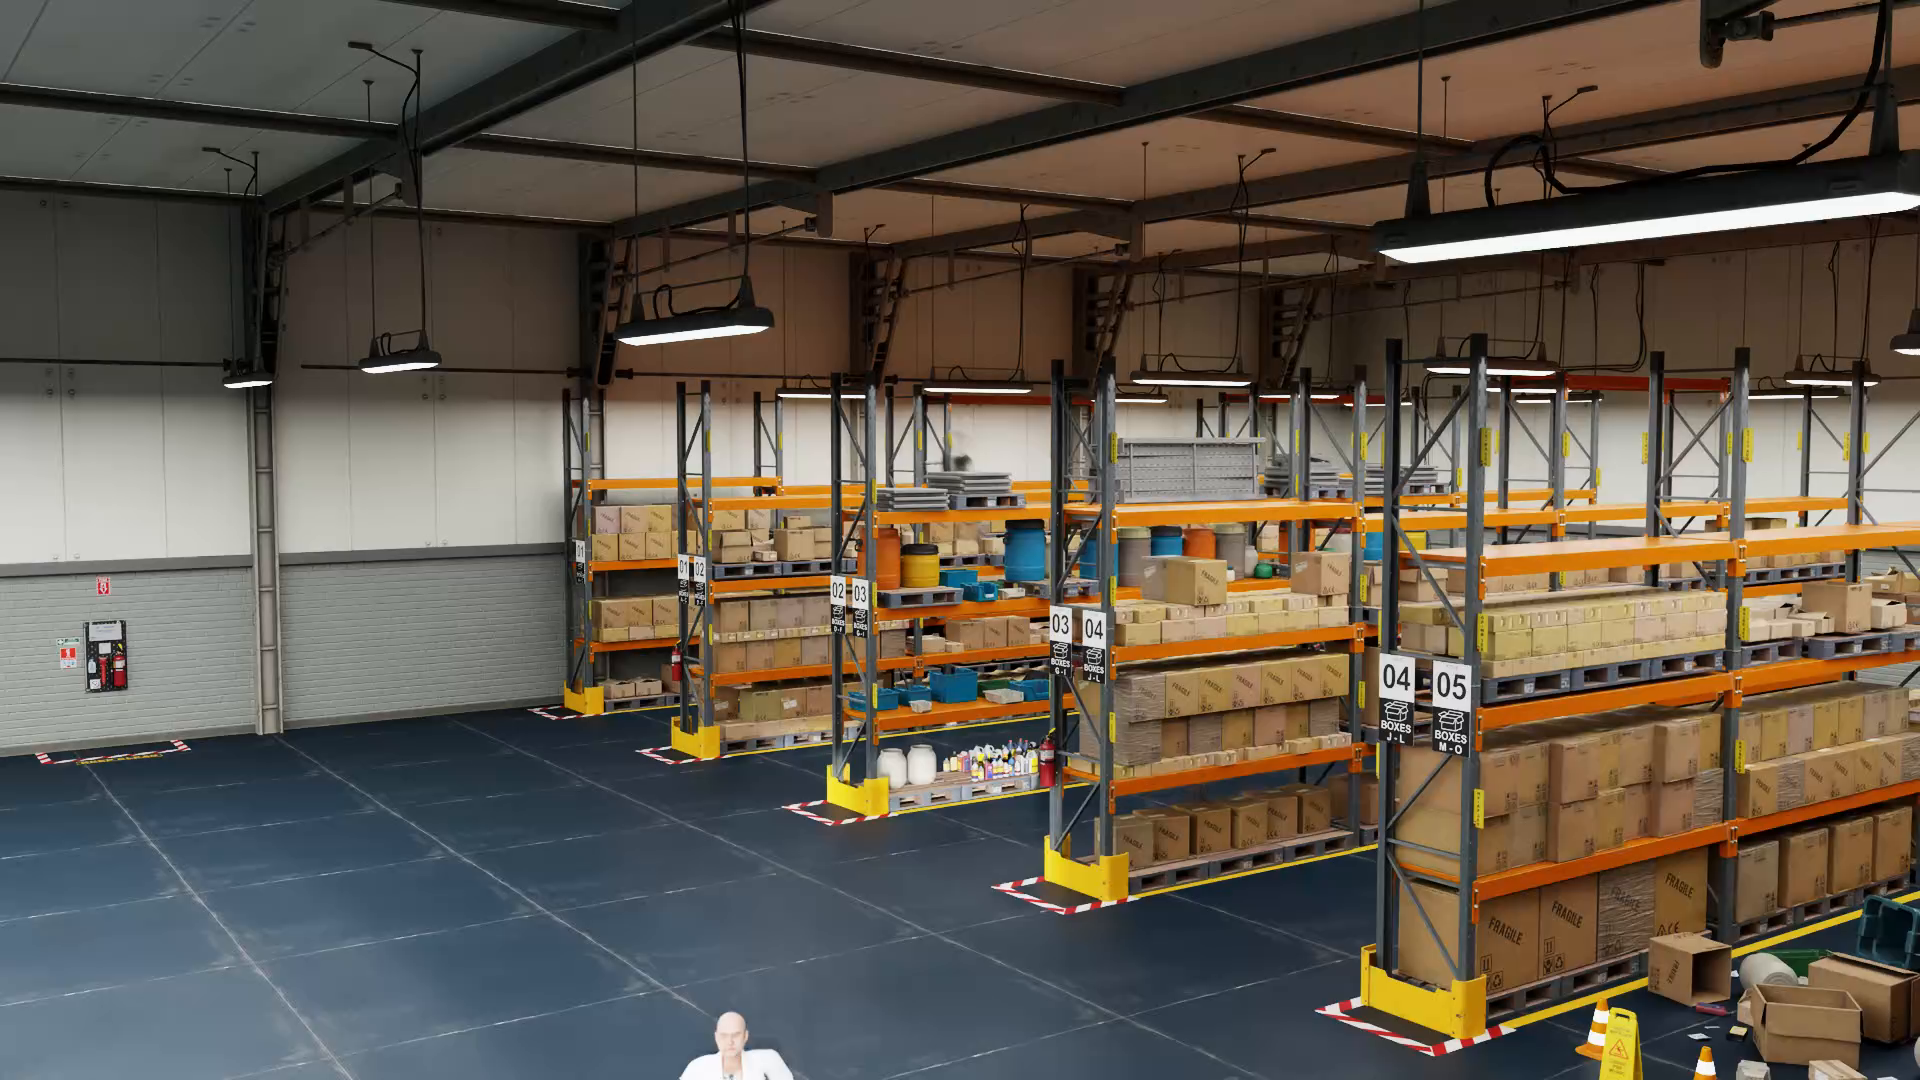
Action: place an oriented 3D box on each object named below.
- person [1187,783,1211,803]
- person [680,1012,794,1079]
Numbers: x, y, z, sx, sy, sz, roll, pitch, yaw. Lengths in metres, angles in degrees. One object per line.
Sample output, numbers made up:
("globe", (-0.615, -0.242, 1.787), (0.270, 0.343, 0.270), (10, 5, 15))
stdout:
("person", (3.160, 2.891, 22.266), (0.714, 1.756, 0.556), (-3, 5, -39))
("person", (-1.325, 3.632, 9.687), (0.710, 1.781, 1.049), (0, 4, -4))
